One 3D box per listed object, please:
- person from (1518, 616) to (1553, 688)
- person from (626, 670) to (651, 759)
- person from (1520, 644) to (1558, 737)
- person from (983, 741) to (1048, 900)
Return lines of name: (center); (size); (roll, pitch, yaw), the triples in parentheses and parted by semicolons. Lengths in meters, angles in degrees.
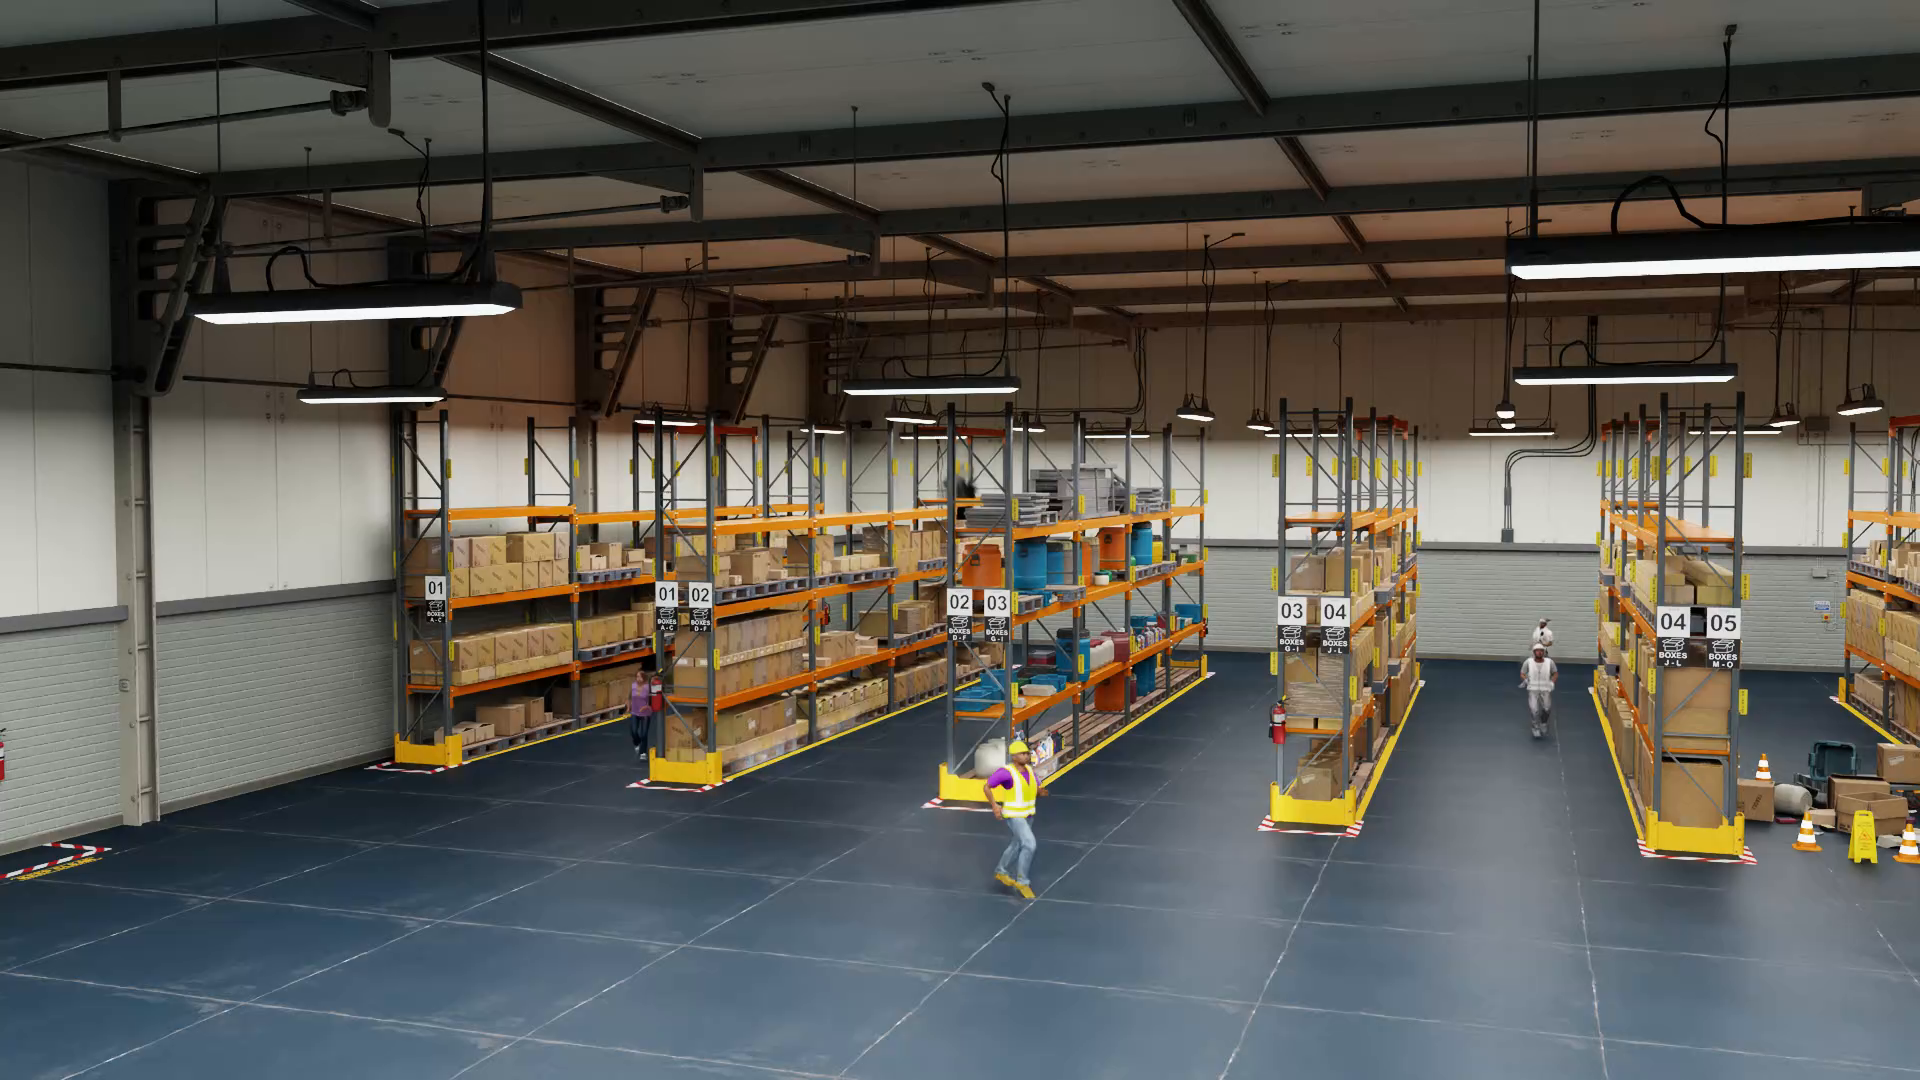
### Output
person: (13.234, 2.550, 37.860); (0.872, 1.647, 0.644); (-1, 3, -31)
person: (-5.479, 2.999, 28.439); (0.515, 1.554, 0.627); (0, 2, 0)
person: (10.771, 2.800, 30.923); (0.672, 1.736, 0.599); (1, 3, 16)
person: (0.696, 3.279, 19.554); (0.766, 1.828, 0.669); (2, 3, 37)
